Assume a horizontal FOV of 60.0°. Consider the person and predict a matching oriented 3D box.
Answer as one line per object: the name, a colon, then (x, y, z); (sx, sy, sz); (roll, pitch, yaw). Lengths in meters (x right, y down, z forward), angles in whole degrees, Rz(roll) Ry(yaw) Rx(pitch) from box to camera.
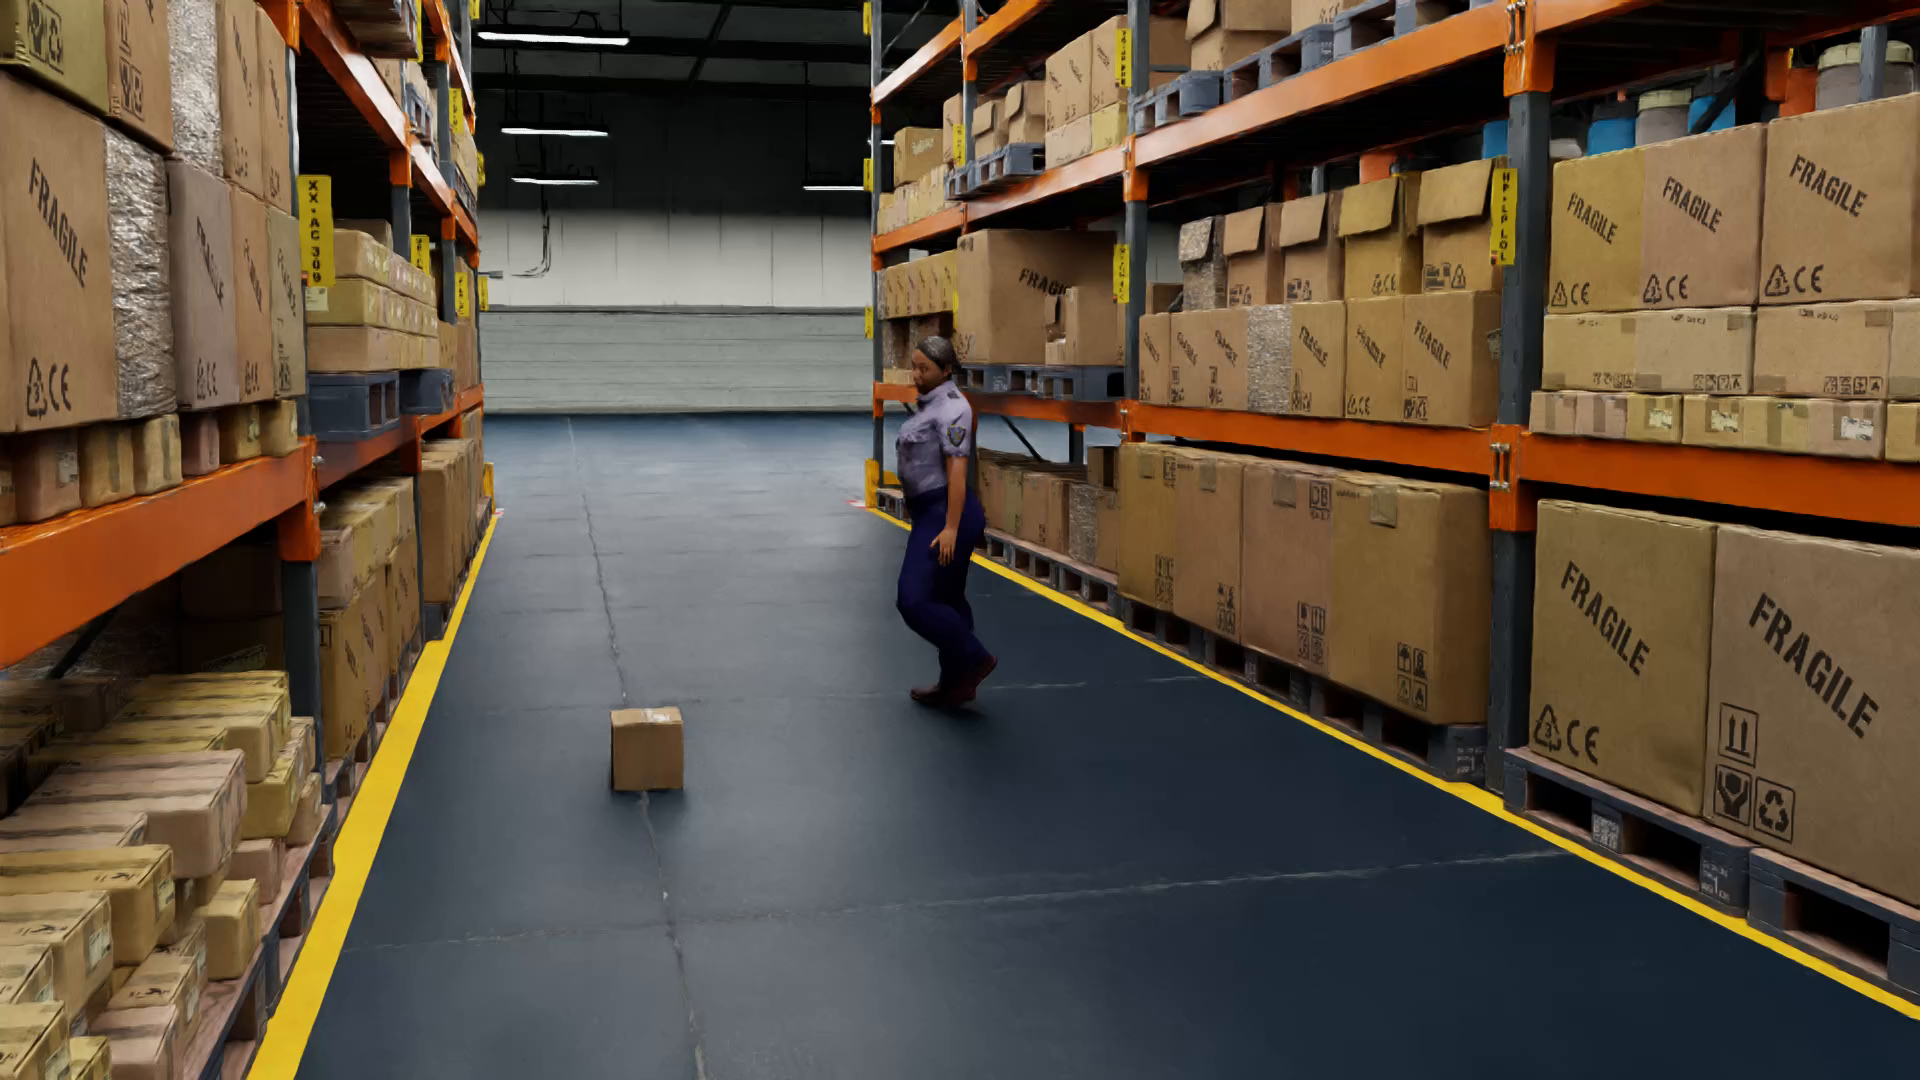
person: (-0.075, -0.059, 7.188); (0.459, 1.620, 0.592); (-1, 6, -11)
